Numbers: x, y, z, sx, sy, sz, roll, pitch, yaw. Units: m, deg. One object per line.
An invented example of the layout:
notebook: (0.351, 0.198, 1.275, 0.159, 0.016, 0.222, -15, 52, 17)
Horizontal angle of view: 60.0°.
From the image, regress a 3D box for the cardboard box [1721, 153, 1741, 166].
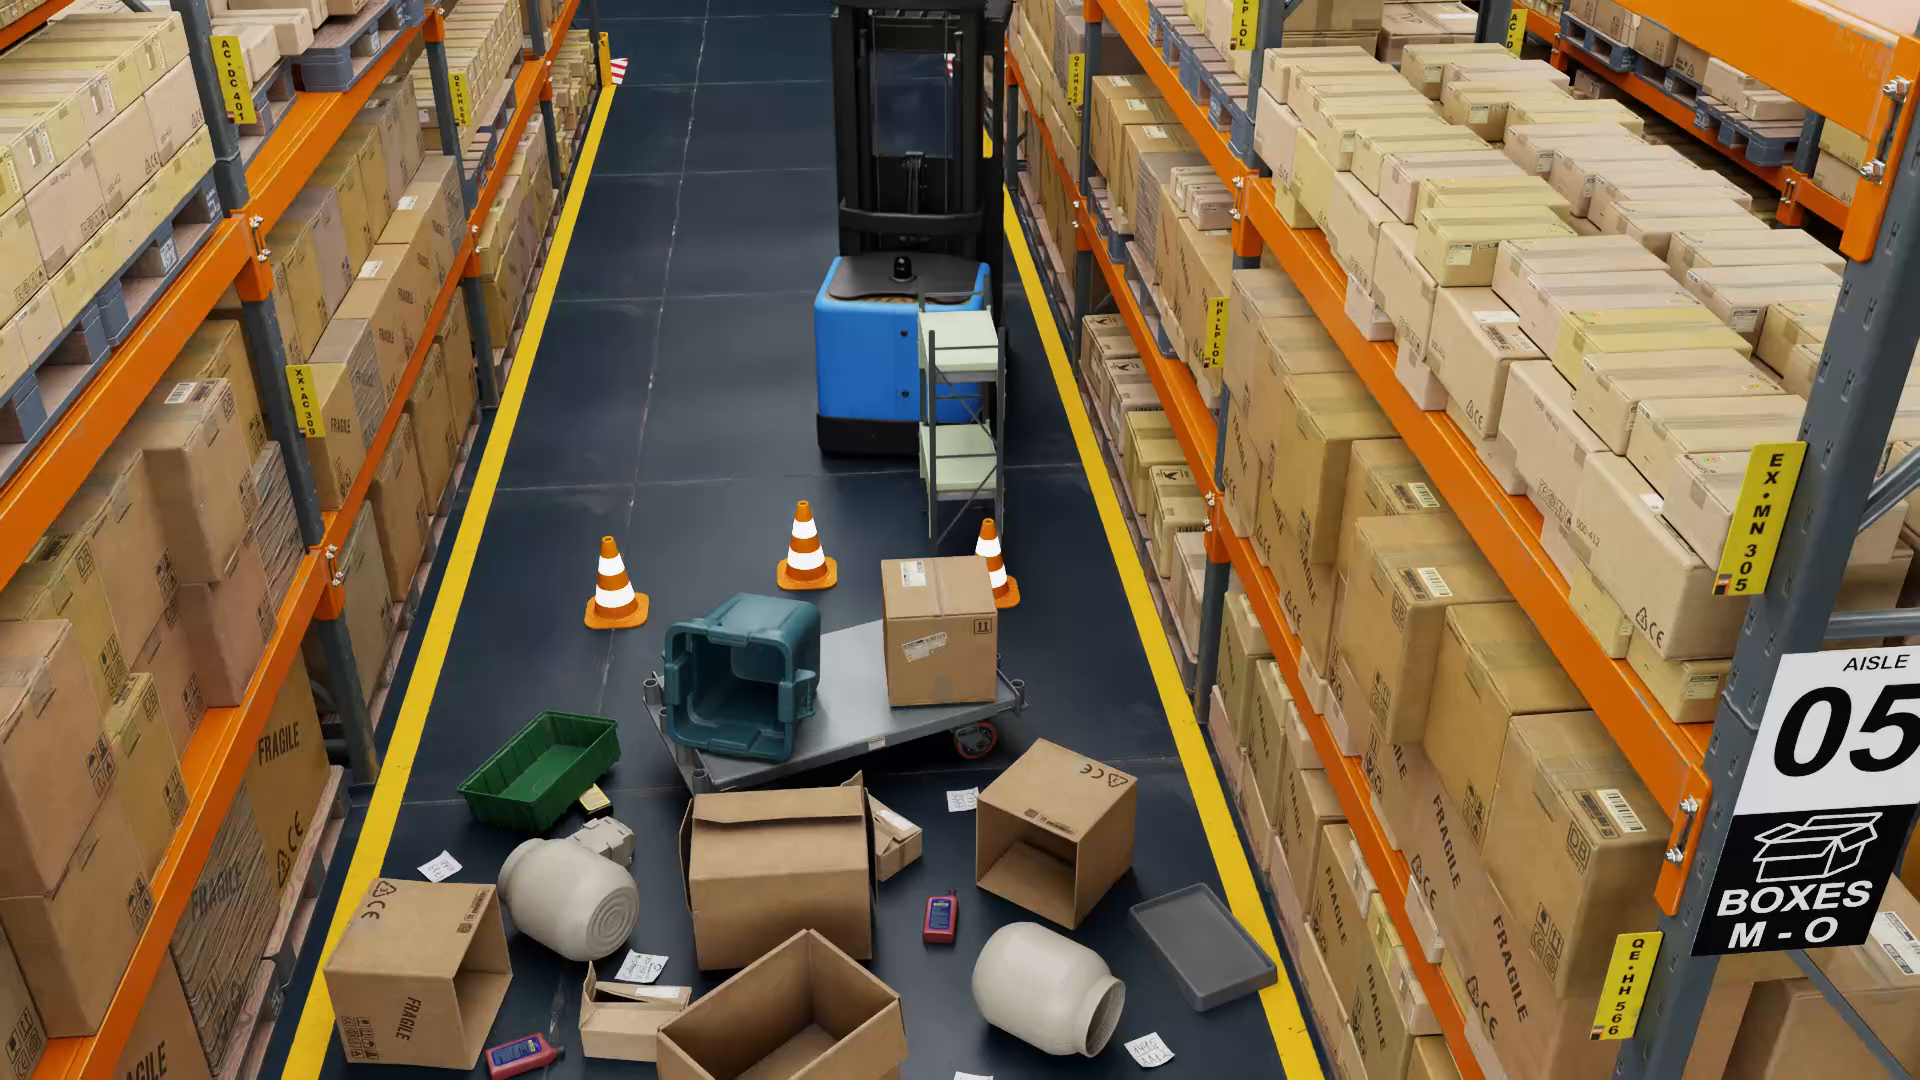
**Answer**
cardboard box: (6.323, -3.033, 13.298, 0.380, 0.149, 0.250, -3, 31, -4)

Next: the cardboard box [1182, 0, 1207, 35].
cardboard box: (1.379, -2.640, 8.057, 0.500, 0.250, 0.500, -2, 31, -4)

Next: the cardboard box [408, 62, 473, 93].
cardboard box: (-3.546, -3.151, 11.355, 0.380, 0.149, 0.250, -4, 31, -7)

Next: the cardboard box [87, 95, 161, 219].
cardboard box: (-2.903, -1.215, 5.283, 0.500, 0.250, 0.500, -3, 31, -5)

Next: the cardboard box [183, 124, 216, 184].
cardboard box: (-2.899, -1.370, 5.932, 0.380, 0.149, 0.250, -3, 31, -5)

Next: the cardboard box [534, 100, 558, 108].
cardboard box: (-3.865, -3.890, 15.128, 0.380, 0.149, 0.250, -3, 31, -5)

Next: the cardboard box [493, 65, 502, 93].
cardboard box: (-3.640, -3.436, 12.413, 0.380, 0.149, 0.250, -1, 31, -2)

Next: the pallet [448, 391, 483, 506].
pallet: (-3.627, -0.577, 10.510, 1.003, 0.211, 1.213, -3, 31, -5)

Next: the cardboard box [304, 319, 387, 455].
cardboard box: (-3.081, -0.720, 7.932, 0.500, 0.500, 0.500, -3, 31, -4)

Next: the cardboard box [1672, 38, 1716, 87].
cardboard box: (5.898, -3.758, 12.606, 0.797, 0.503, 0.637, -3, 31, -6)

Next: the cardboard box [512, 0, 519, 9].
cardboard box: (-3.767, -4.354, 13.370, 0.380, 0.149, 0.250, -1, 31, -2)

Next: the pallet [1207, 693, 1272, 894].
pallet: (1.765, 1.112, 7.683, 1.003, 0.211, 1.213, -3, 31, -5)

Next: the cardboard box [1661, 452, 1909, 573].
cardboard box: (1.715, -0.065, 3.476, 0.380, 0.149, 0.250, -2, 31, -4)

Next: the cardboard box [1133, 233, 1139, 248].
cardboard box: (1.217, -1.818, 9.703, 0.380, 0.149, 0.250, -1, 31, -2)

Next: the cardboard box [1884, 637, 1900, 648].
cardboard box: (2.333, 0.251, 3.725, 0.380, 0.149, 0.250, -3, 31, -5)

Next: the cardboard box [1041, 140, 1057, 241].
cardboard box: (1.149, -3.006, 13.519, 0.875, 0.875, 0.875, -2, 31, -3)

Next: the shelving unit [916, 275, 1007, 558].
shelving unit: (0.001, -0.640, 9.360, 0.431, 1.500, 0.755, -3, 31, -5)

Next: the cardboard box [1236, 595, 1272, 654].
cardboard box: (1.405, 0.354, 7.140, 0.380, 0.149, 0.250, -2, 31, -4)

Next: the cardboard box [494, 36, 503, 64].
cardboard box: (-3.666, -3.695, 12.556, 0.380, 0.149, 0.250, -4, 31, -7)

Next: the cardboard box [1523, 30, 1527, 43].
cardboard box: (5.491, -5.145, 17.466, 0.700, 0.500, 0.500, -2, 31, -3)

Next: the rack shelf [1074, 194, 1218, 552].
rack shelf: (1.480, -1.139, 9.433, 1.077, 0.370, 4.000, -3, 31, -5)

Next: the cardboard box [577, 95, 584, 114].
cardboard box: (-3.925, -4.303, 16.400, 0.380, 0.149, 0.250, -2, 31, -4)

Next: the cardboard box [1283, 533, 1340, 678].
cardboard box: (1.535, 0.153, 6.181, 0.500, 0.500, 0.500, -3, 31, -5)

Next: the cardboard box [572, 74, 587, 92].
cardboard box: (-3.928, -4.564, 16.546, 0.380, 0.149, 0.250, -2, 31, -4)

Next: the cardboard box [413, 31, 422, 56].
cardboard box: (-4.345, -3.802, 12.736, 0.380, 0.149, 0.250, -4, 31, -7)

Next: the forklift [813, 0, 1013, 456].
forklift: (-0.237, -2.505, 11.086, 1.130, 2.935, 3.031, 3, 31, 5)

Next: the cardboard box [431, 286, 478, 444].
cardboard box: (-3.658, -1.079, 10.416, 1.050, 0.750, 0.750, -3, 31, -5)

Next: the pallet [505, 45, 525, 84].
pallet: (-4.073, -3.743, 13.278, 1.003, 0.211, 1.213, -3, 31, -5)

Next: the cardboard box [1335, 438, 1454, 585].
cardboard box: (1.677, -0.010, 5.479, 0.700, 0.500, 0.500, -3, 31, -5)

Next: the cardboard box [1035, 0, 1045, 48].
cardboard box: (0.849, -3.966, 12.393, 0.500, 0.500, 0.500, -3, 31, -5)

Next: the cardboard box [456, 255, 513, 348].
cardboard box: (-3.438, -1.660, 11.633, 0.500, 0.500, 0.500, -4, 31, -7)

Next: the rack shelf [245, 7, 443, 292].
rack shelf: (-3.439, -2.138, 8.180, 1.077, 0.370, 4.000, -3, 31, -5)

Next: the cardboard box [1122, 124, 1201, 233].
cardboard box: (1.217, -2.042, 9.447, 0.500, 0.500, 0.500, -2, 31, -4)

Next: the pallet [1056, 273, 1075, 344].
pallet: (1.295, -1.678, 12.353, 1.003, 0.211, 1.213, -3, 31, -5)

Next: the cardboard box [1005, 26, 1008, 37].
cardboard box: (0.622, -4.778, 14.727, 0.500, 0.500, 0.500, -2, 31, -4)

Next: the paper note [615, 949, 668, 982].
paper note: (-1.303, 1.746, 6.805, 0.172, 0.023, 0.155, 8, 32, 13)

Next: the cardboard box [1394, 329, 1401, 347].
cardboard box: (1.595, -0.647, 5.228, 0.380, 0.149, 0.250, -3, 31, -4)

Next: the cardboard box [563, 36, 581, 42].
cardboard box: (-4.105, -5.087, 17.132, 0.380, 0.149, 0.250, -2, 31, -4)

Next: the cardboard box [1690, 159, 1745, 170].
cardboard box: (5.896, -2.873, 13.030, 0.380, 0.149, 0.250, -3, 31, -5)

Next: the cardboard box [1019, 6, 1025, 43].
cardboard box: (0.757, -4.158, 13.445, 0.500, 0.250, 0.500, -2, 31, -4)

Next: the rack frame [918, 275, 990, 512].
rack frame: (-0.034, -0.827, 9.673, 0.400, 1.500, 0.023, -3, 31, -5)

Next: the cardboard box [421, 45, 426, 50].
cardboard box: (-4.369, -3.802, 13.026, 0.380, 0.149, 0.250, -3, 31, -4)

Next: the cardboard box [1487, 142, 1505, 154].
cardboard box: (2.025, -1.307, 5.944, 0.500, 0.250, 0.500, -3, 31, -5)

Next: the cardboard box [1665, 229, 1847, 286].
cardboard box: (2.199, -0.747, 4.618, 0.380, 0.149, 0.250, -2, 31, -3)

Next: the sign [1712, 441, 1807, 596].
sign: (1.486, -0.036, 3.096, 0.100, 0.325, 0.005, -3, 31, -5)

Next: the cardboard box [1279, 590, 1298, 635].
cardboard box: (1.496, 0.246, 6.658, 0.380, 0.149, 0.250, -2, 31, -3)

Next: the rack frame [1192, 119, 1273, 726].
rack frame: (1.667, -0.427, 7.539, 1.000, 3.000, 0.127, -3, 31, -5)

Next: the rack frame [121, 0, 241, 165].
rack frame: (-3.252, -2.713, 5.517, 1.000, 3.000, 0.127, -3, 31, -5)

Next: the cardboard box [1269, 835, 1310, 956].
cardboard box: (1.567, 1.431, 6.702, 0.500, 0.250, 0.500, -3, 31, -5)

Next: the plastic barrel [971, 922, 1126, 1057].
plastic barrel: (0.341, 1.740, 6.425, 0.512, 0.421, 0.421, 20, 36, 29)

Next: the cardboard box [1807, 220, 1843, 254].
cardboard box: (6.475, -2.044, 12.275, 0.500, 0.500, 0.500, -2, 31, -3)

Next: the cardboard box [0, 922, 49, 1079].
cardboard box: (-3.031, 1.373, 4.380, 0.875, 0.550, 0.550, -3, 31, -5)

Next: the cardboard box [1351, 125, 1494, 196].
cardboard box: (1.512, -1.246, 5.453, 0.380, 0.149, 0.250, -4, 31, -6)

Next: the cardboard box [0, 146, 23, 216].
cardboard box: (-2.758, -0.936, 4.428, 0.380, 0.149, 0.250, -2, 31, -4)

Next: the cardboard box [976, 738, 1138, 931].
cardboard box: (0.412, 1.258, 7.154, 0.500, 0.500, 0.500, 20, 36, 29)
